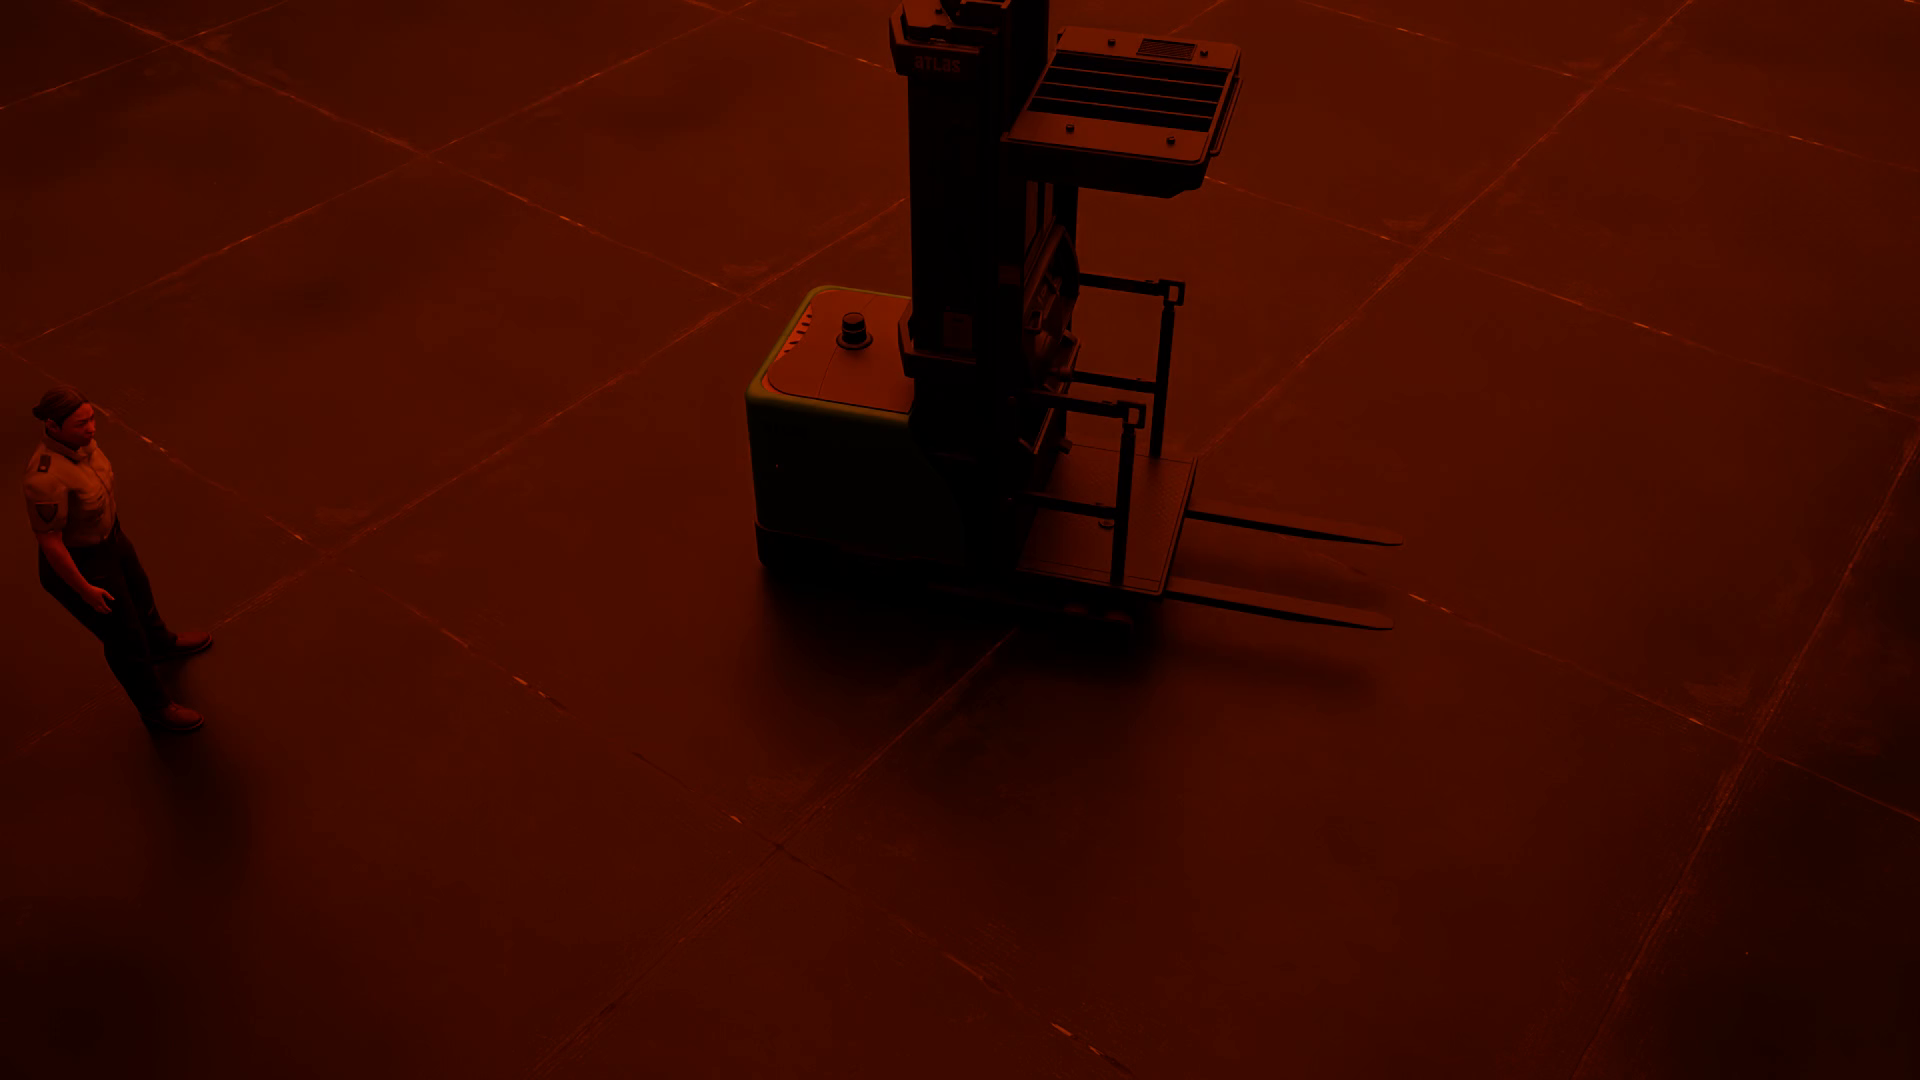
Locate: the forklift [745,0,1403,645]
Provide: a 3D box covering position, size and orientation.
[{"bbox_3d":[0.587,-1.011,7.260,3.031,2.935,1.130,10,41,12],"label":"forklift"}]

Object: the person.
[{"bbox_3d":[-3.614,0.049,7.014,0.431,1.650,0.659,-7,41,-8],"label":"person"}]
